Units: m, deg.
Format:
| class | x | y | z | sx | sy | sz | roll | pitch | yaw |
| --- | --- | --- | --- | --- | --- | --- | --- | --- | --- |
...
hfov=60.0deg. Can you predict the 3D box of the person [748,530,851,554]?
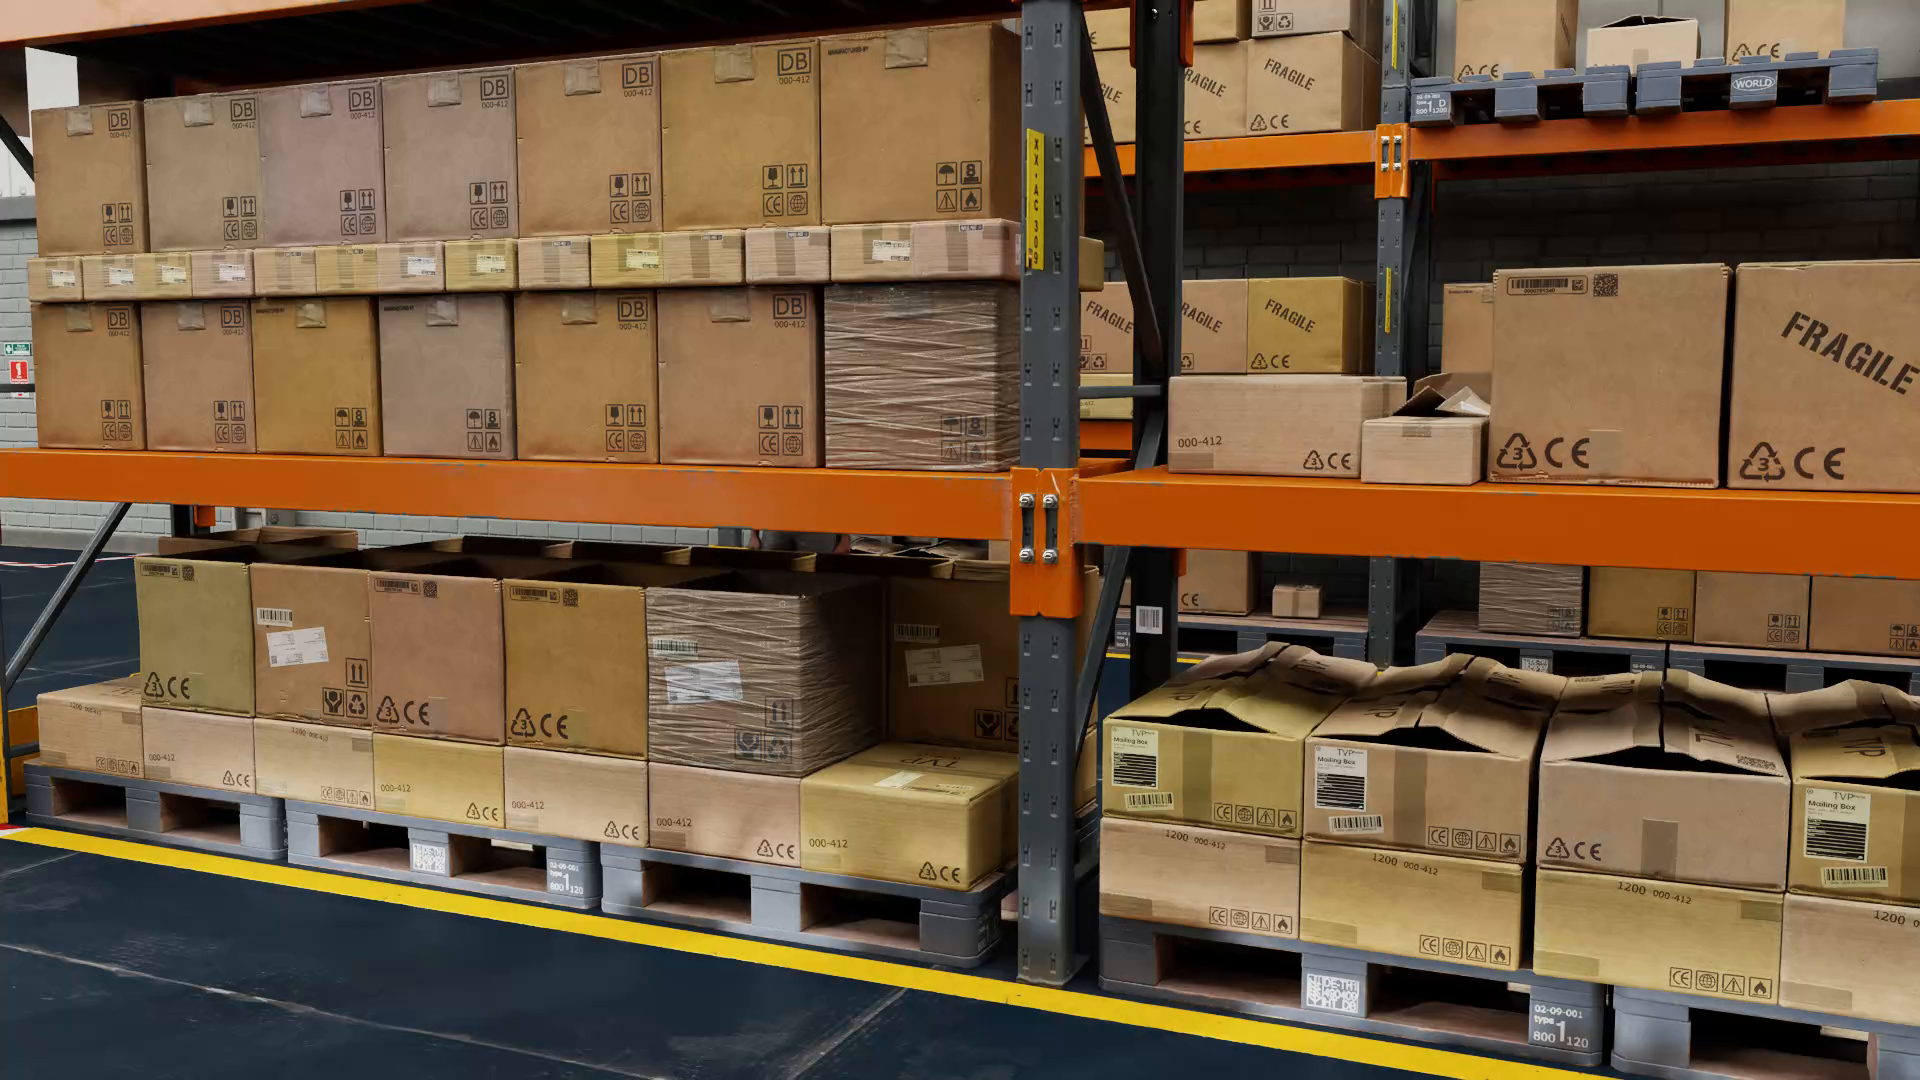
| class | x | y | z | sx | sy | sz | roll | pitch | yaw |
| --- | --- | --- | --- | --- | --- | --- | --- | --- | --- |
| person | -0.717 | 0.001 | 7.365 | 0.524 | 1.653 | 0.348 | 2 | 6 | 20 |
